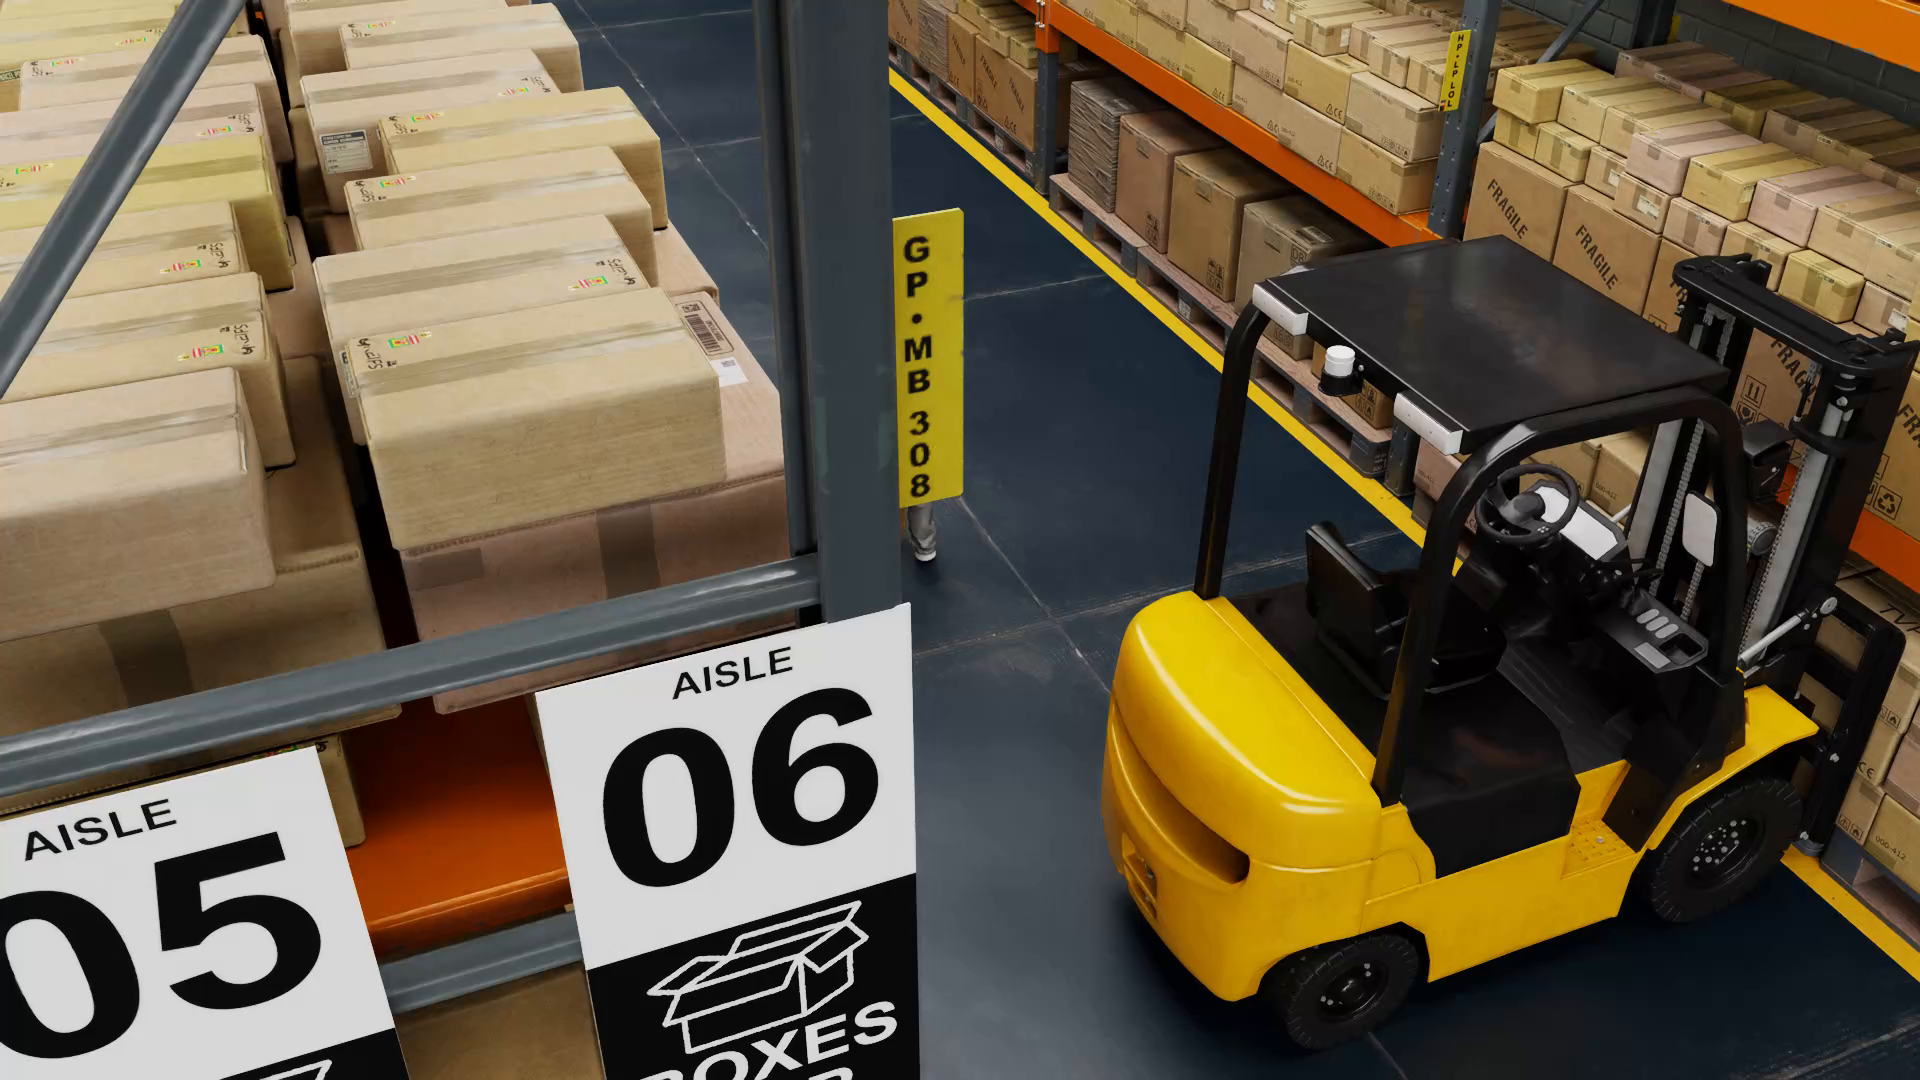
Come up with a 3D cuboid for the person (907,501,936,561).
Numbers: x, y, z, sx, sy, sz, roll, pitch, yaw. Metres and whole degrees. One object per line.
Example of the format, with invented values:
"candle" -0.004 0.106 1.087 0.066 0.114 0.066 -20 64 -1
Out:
"person" -0.313 -0.575 7.018 0.477 1.580 0.377 -15 37 -21
